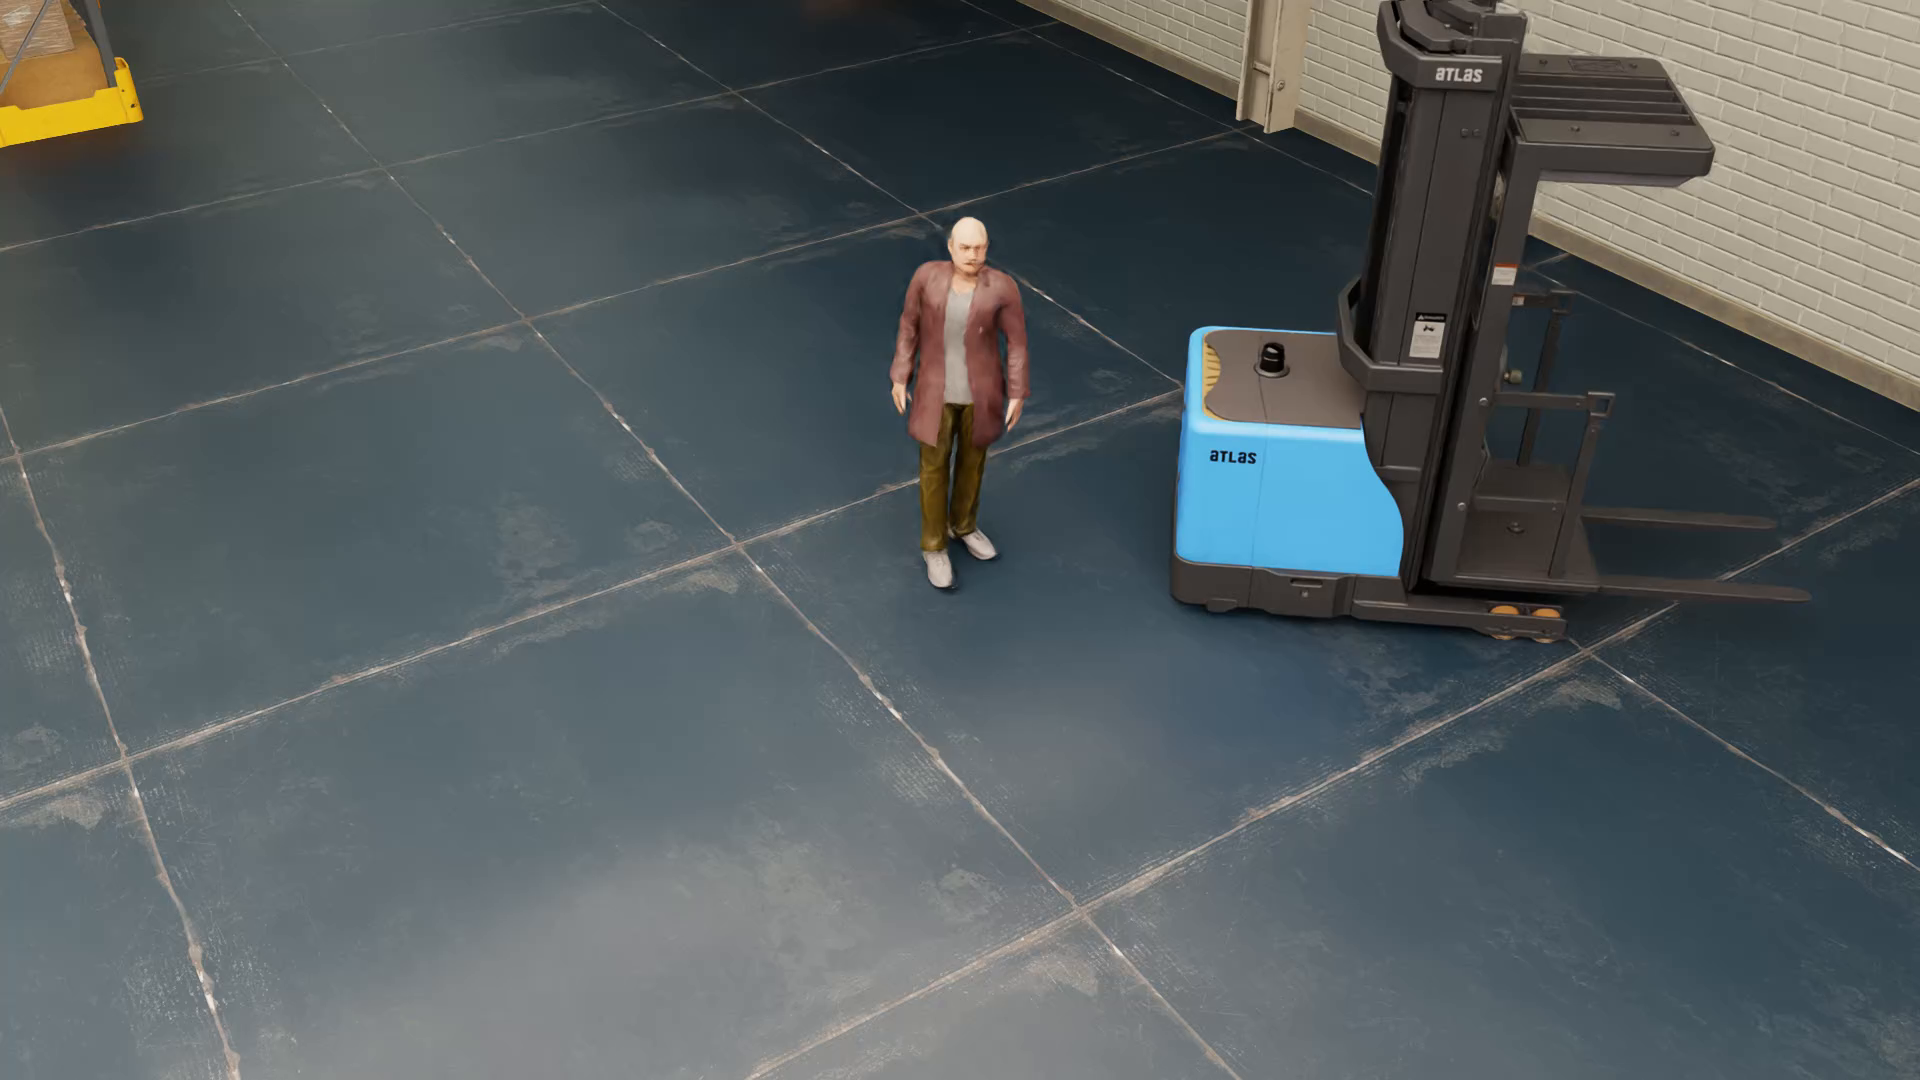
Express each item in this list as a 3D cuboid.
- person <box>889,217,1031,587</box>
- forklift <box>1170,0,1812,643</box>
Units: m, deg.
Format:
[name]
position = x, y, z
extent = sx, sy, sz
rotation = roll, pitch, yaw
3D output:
[person]
position = -0.015, -0.649, 8.063
extent = 0.700, 1.776, 0.671
rotation = 4, 35, 5
[forklift]
position = 2.593, -1.030, 7.613
extent = 3.031, 2.935, 1.130
rotation = 4, 35, 6
